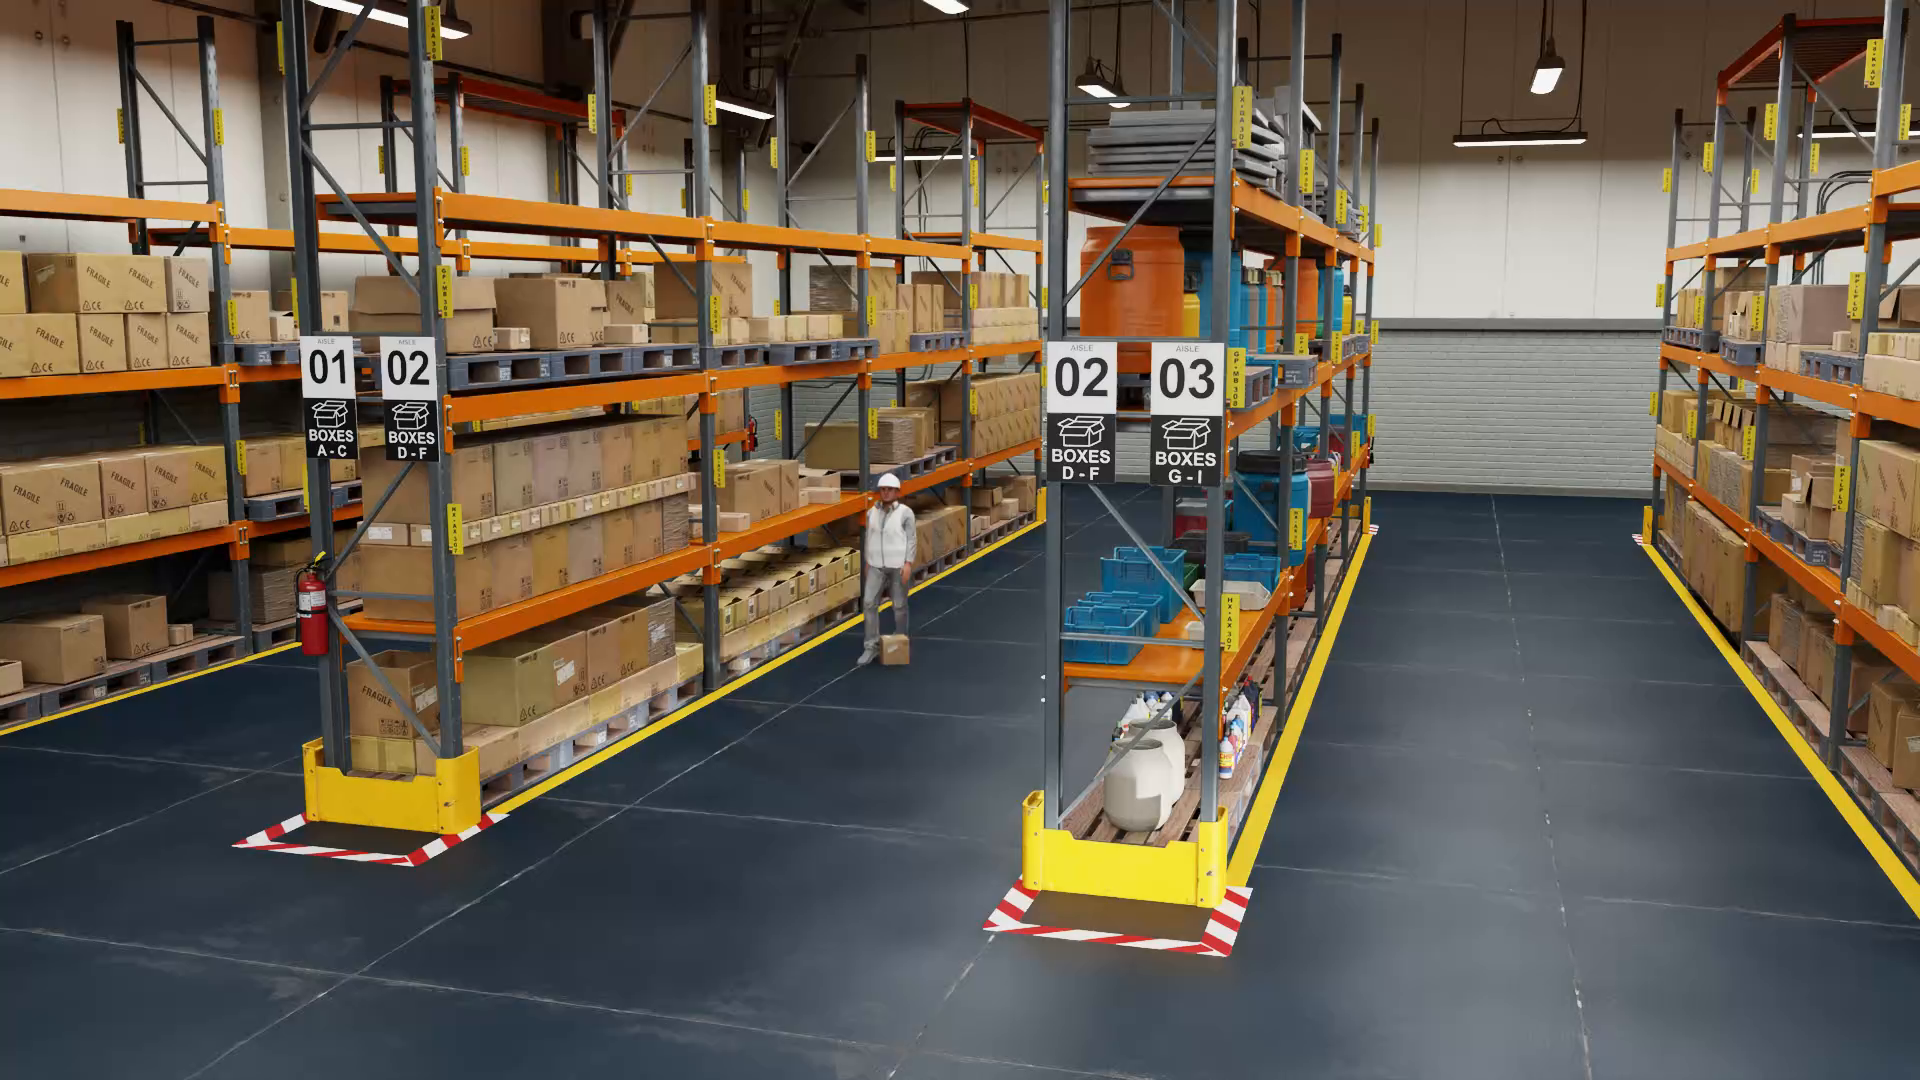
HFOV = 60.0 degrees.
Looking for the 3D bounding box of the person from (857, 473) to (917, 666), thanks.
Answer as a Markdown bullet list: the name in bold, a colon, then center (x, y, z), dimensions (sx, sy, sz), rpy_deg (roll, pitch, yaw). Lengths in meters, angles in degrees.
- **person**: center (-0.701, 0.270, 15.904), dimensions (0.570, 1.800, 0.749), rpy_deg (2, 9, 15)
